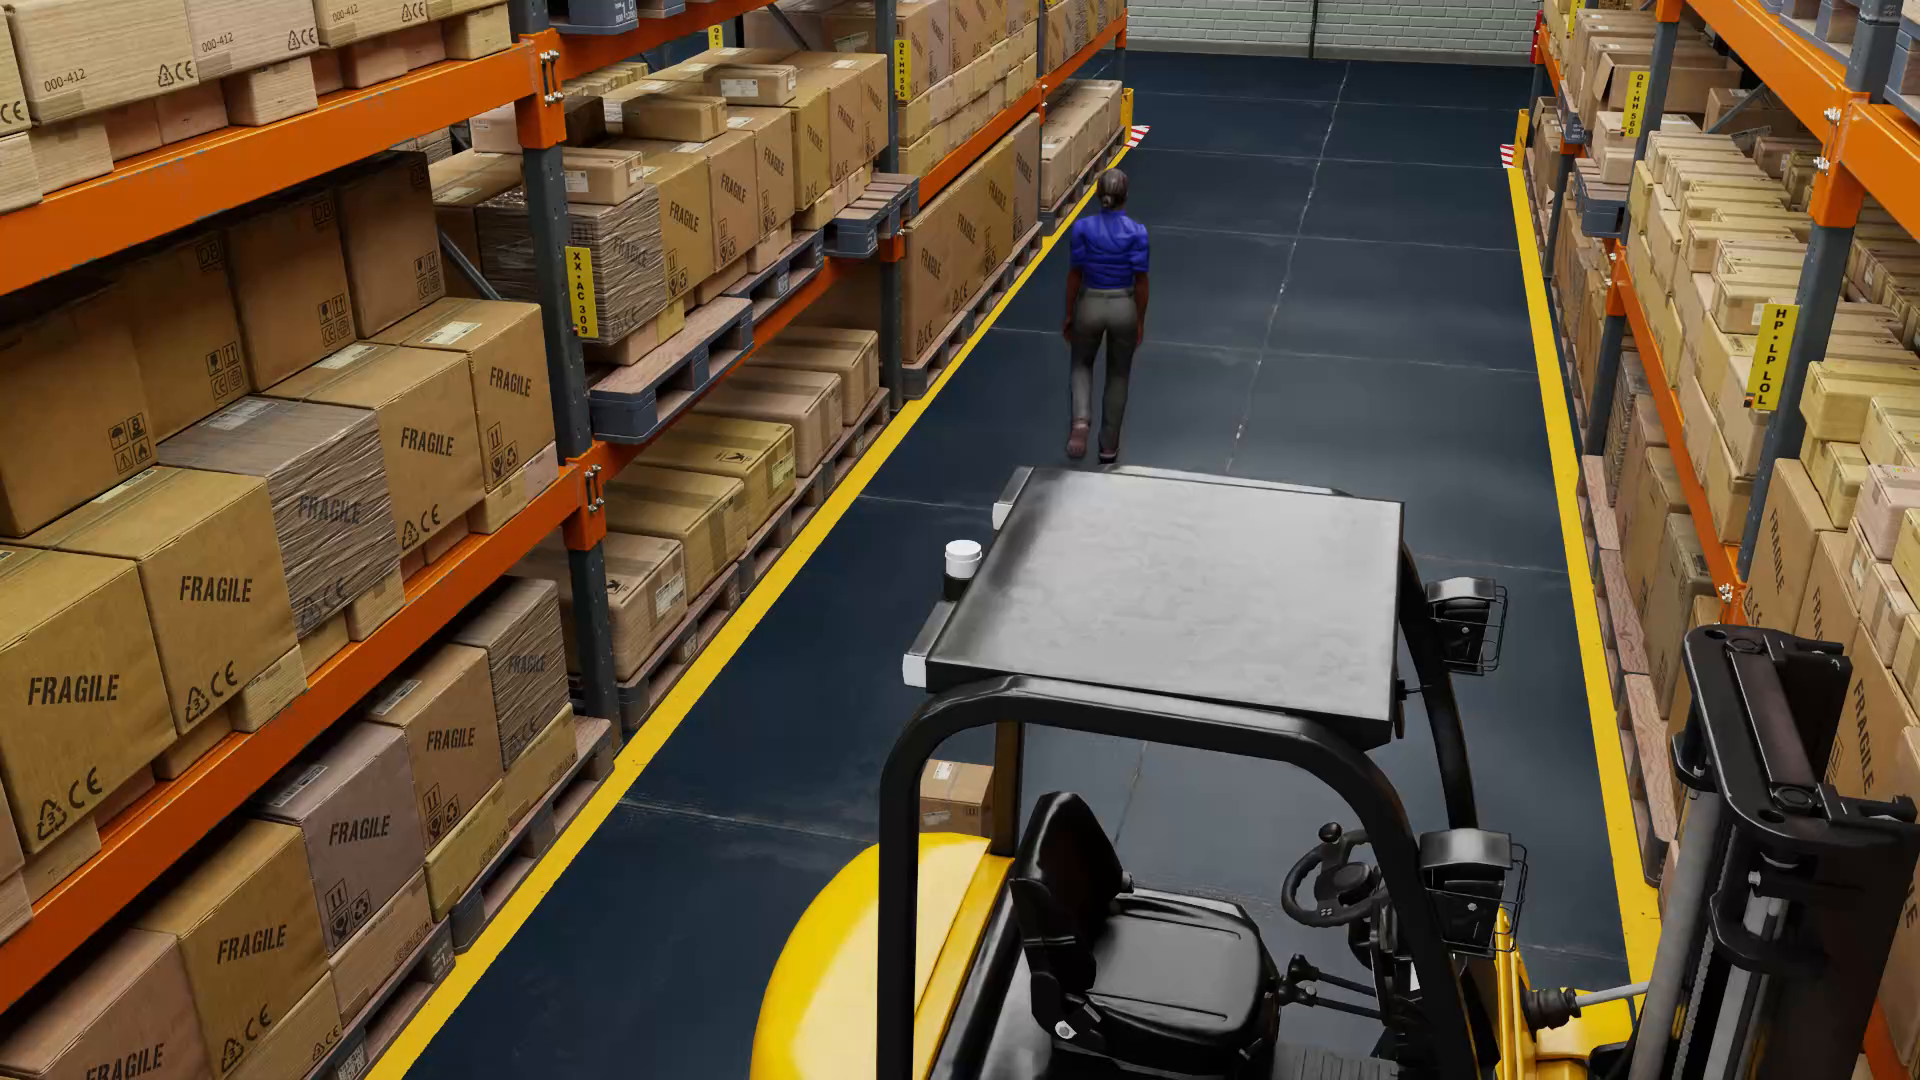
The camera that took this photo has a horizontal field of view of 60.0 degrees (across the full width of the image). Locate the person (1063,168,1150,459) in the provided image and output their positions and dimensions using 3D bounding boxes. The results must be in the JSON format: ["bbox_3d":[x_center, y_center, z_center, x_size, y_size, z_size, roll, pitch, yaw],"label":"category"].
[{"bbox_3d":[0.792,-1.211,9.093,0.465,1.646,0.499,4,26,9],"label":"person"}]
